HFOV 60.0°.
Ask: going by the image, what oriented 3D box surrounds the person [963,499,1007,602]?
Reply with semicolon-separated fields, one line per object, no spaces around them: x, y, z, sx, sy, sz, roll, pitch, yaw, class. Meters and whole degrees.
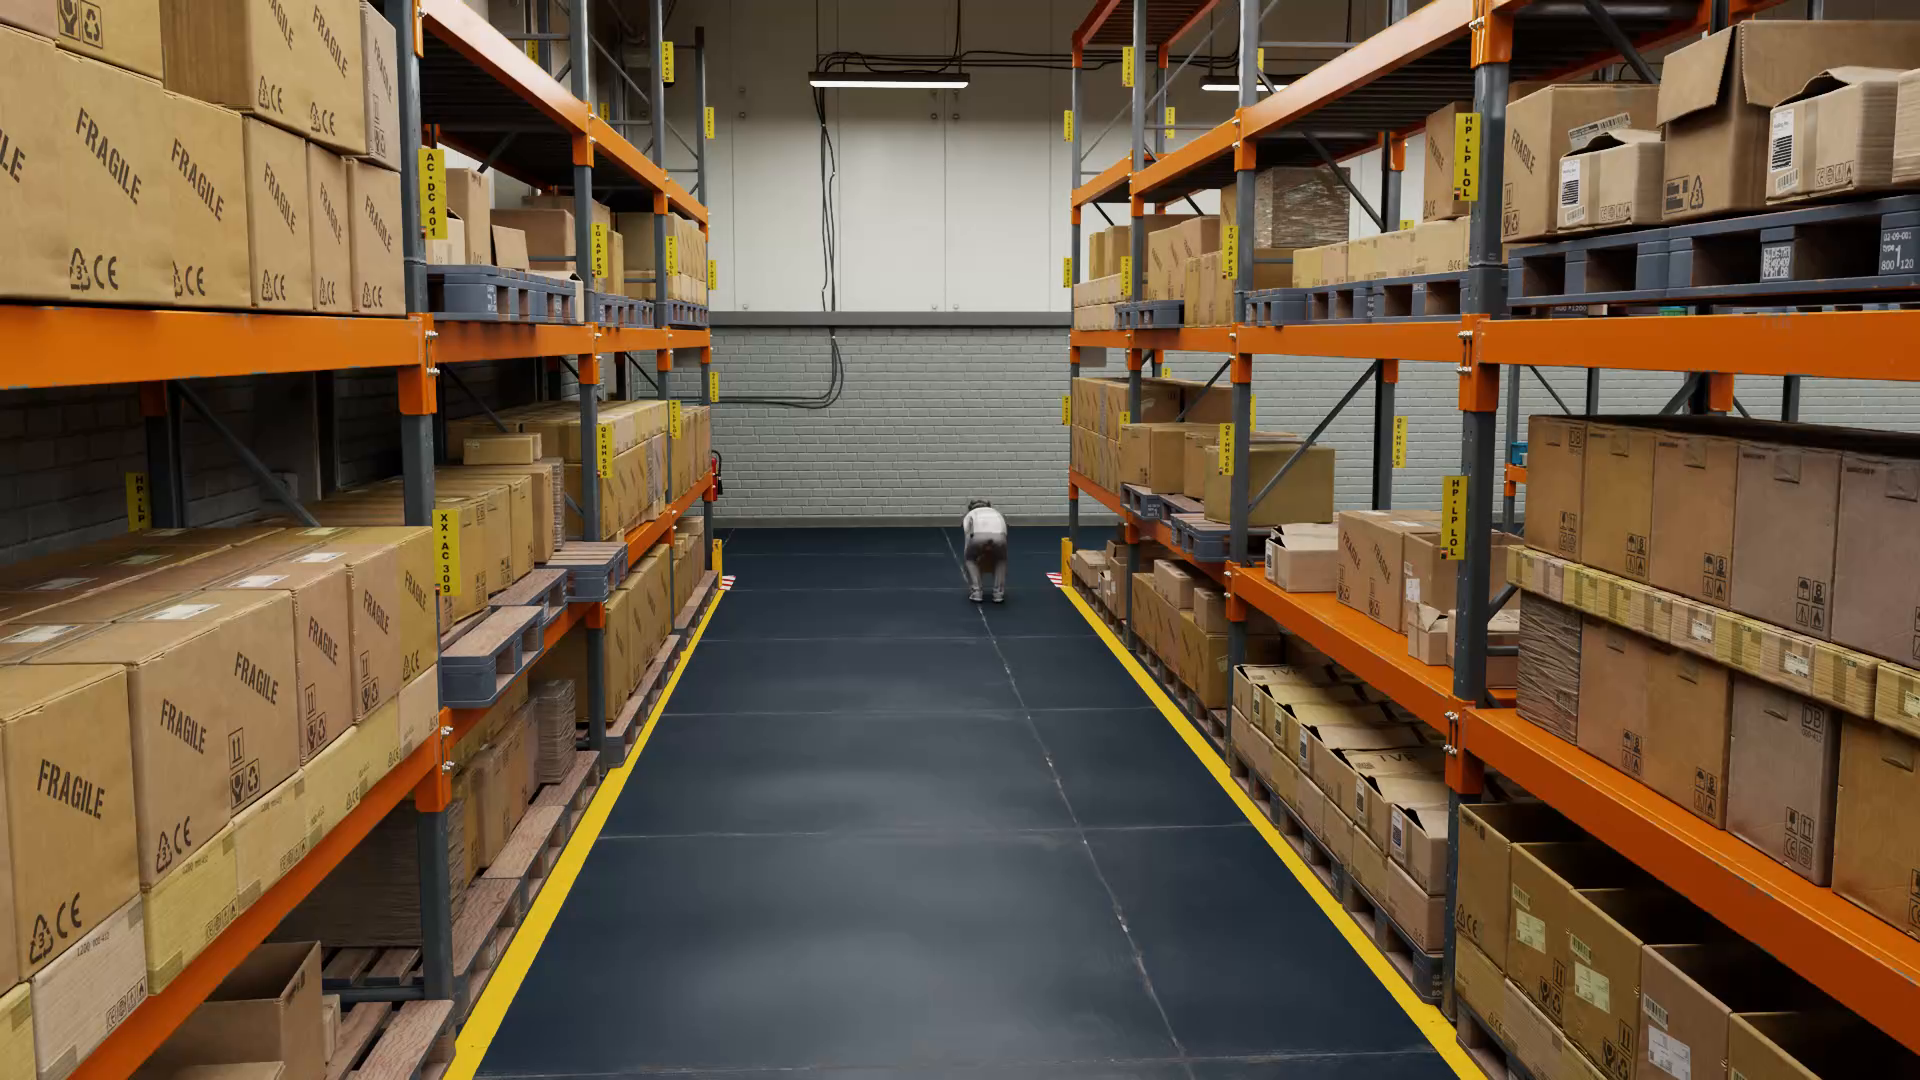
0.266;0.109;17.475;0.447;1.033;0.921;-1;7;-6;person
